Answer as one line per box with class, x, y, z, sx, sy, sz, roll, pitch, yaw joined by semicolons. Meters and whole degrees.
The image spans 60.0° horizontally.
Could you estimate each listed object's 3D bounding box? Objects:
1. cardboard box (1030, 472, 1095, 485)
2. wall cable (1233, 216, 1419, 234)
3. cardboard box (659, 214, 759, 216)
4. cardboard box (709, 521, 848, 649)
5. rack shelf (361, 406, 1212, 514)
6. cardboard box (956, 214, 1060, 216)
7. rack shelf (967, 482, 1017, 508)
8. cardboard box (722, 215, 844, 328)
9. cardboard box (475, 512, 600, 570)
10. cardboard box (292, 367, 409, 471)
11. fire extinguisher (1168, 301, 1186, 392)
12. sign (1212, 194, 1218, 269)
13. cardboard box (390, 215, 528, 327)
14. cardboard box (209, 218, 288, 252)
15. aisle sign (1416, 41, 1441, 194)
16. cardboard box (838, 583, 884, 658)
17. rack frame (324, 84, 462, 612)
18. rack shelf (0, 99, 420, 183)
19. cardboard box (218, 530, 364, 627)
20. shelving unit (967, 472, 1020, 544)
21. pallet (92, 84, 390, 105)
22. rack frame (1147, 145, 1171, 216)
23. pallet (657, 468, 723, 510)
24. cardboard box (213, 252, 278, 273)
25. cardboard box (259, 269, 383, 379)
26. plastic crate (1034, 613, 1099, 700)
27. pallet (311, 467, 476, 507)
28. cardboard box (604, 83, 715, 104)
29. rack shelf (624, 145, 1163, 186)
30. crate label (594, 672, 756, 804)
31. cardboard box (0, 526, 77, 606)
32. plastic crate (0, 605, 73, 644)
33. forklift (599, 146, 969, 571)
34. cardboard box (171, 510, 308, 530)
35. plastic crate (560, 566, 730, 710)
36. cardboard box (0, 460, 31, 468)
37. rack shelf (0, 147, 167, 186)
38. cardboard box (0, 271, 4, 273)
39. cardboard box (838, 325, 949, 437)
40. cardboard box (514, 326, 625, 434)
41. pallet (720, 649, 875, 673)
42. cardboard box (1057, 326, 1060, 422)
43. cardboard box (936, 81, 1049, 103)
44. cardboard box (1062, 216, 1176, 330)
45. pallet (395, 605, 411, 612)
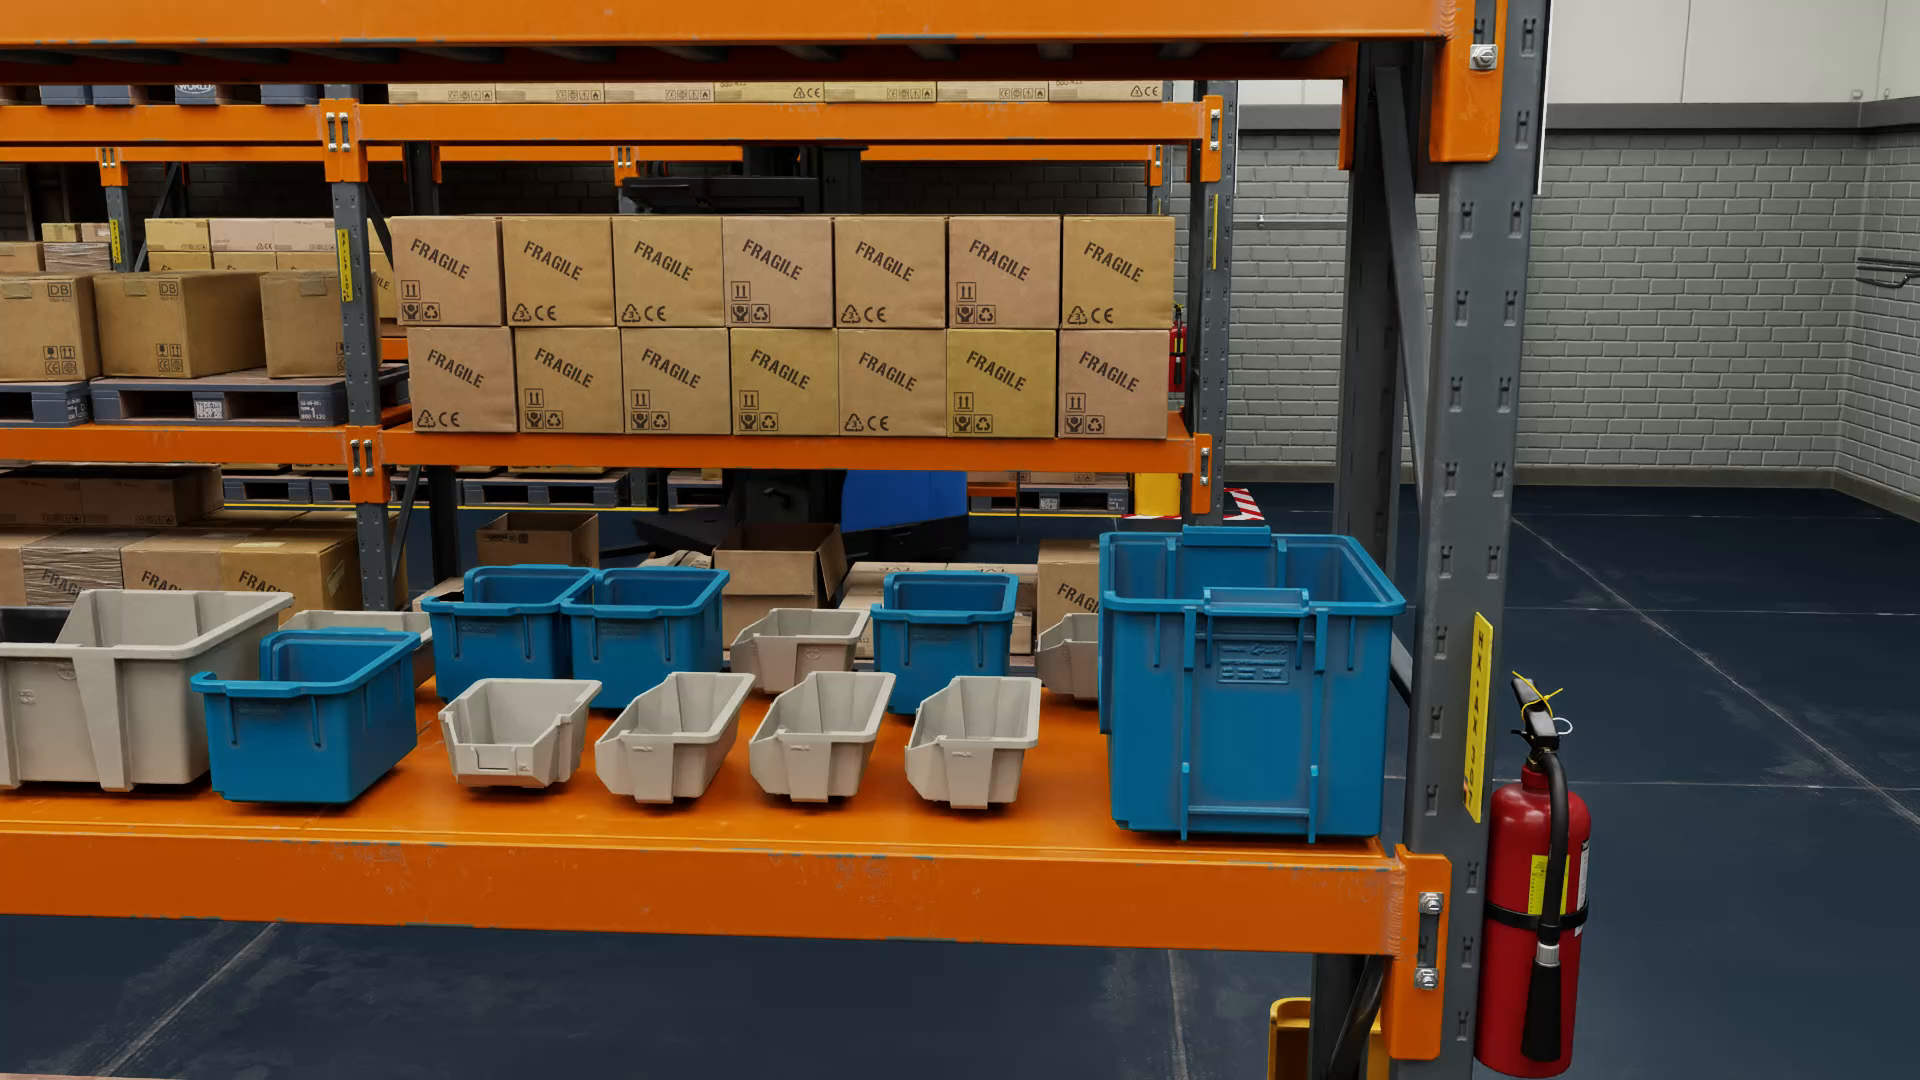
cardboard box;0.811;-0.742;13.069;0.500;0.500;0.700;1;12;4
wall cable;2.857;-2.444;13.644;1.851;1.984;0.084;1;12;4
cardboard box;-1.266;-1.385;8.375;0.500;0.500;0.500;1;12;4
cardboard box;-0.927;0.218;8.425;0.637;0.503;0.797;1;12;4
rack shelf;-0.807;-0.434;8.275;4.000;0.370;1.077;1;12;4
cardboard box;0.241;-1.363;8.271;0.500;0.500;0.500;1;12;4
rack shelf;0.165;-0.325;11.689;0.480;0.148;0.258;1;12;4
cardboard box;-0.808;-1.267;7.813;0.500;0.500;0.500;1;12;6
cardboard box;-2.215;0.144;8.783;0.500;0.500;0.500;1;12;4
cardboard box;-4.868;-0.984;13.369;0.750;0.750;0.750;1;12;3
fire extinguisher;1.636;-1.454;12.494;0.183;0.674;0.296;1;12;4
sign;1.132;-1.367;7.379;0.005;0.325;0.100;1;12;4
cardboard box;-2.351;-1.288;7.914;0.500;0.500;0.500;1;12;5
cardboard box;-5.494;-2.386;12.996;0.500;0.250;0.500;1;12;3
aisle sign;0.946;-1.079;3.252;0.004;0.787;0.394;1;12;4
cardboard box;-0.316;0.395;8.193;0.500;0.250;0.500;1;12;4
rack frame;-2.802;-0.814;8.332;0.127;3.000;1.000;1;12;4
rack shelf;-4.798;-1.957;8.229;4.000;0.370;1.077;1;12;4
cardboard box;-3.314;0.246;8.295;0.500;0.500;0.500;1;12;3
shelving unit;0.165;-0.585;11.634;0.503;1.200;0.258;1;12;4
pallet;-3.448;-2.213;8.155;1.003;0.211;1.213;1;12;4
rack frame;1.516;-1.771;12.908;0.127;3.000;1.000;1;12;4
pallet;-1.722;-0.434;13.329;1.213;0.211;1.003;1;12;4
cardboard box;-5.477;-2.017;13.064;0.500;0.500;0.500;1;12;6
cardboard box;-3.260;-1.120;8.528;0.500;0.500;0.700;-3;12;-15
plastic crate;0.315;0.261;3.693;0.298;0.136;0.250;1;12;4
pallet;-4.470;-0.472;13.510;1.213;0.211;1.003;1;12;4
cardboard box;-1.336;-2.136;7.696;0.500;0.250;0.500;1;12;4
rack shelf;-0.480;-2.914;12.806;4.000;0.370;1.077;1;12;4
crate label;-0.539;0.373;3.158;0.243;0.136;0.396;1;12;4
cardboard box;-4.814;0.224;8.400;0.500;0.500;0.500;0;12;2
plastic crate;-2.002;0.264;3.706;0.590;0.125;0.437;1;12;4
forklift;-1.415;-1.202;10.357;3.031;2.935;1.130;-9;15;-37
cardboard box;-3.802;0.133;8.836;0.500;0.500;0.500;1;12;5
plastic crate;-0.684;0.217;3.668;0.300;0.233;0.416;1;12;4
cardboard box;-7.694;-0.902;13.786;0.500;0.500;0.700;1;12;4
rack shelf;-8.462;-3.024;13.329;4.000;0.370;1.077;1;12;4
cardboard box;-5.258;-1.086;8.363;0.500;0.500;0.700;3;12;14
cardboard box;-0.292;-0.773;7.892;0.500;0.500;0.500;1;12;4
cardboard box;-1.801;-0.794;7.992;0.500;0.500;0.500;1;12;5
pallet;-0.897;0.577;8.494;1.213;0.211;1.003;1;12;4
cardboard box;0.249;-0.874;8.375;0.500;0.500;0.500;1;12;3
cardboard box;0.160;-2.116;7.598;0.500;0.250;0.500;1;12;4
cardboard box;0.726;-1.247;7.718;0.500;0.500;0.500;1;12;3
pallet;-3.616;0.548;8.634;1.213;0.211;1.003;1;12;4
